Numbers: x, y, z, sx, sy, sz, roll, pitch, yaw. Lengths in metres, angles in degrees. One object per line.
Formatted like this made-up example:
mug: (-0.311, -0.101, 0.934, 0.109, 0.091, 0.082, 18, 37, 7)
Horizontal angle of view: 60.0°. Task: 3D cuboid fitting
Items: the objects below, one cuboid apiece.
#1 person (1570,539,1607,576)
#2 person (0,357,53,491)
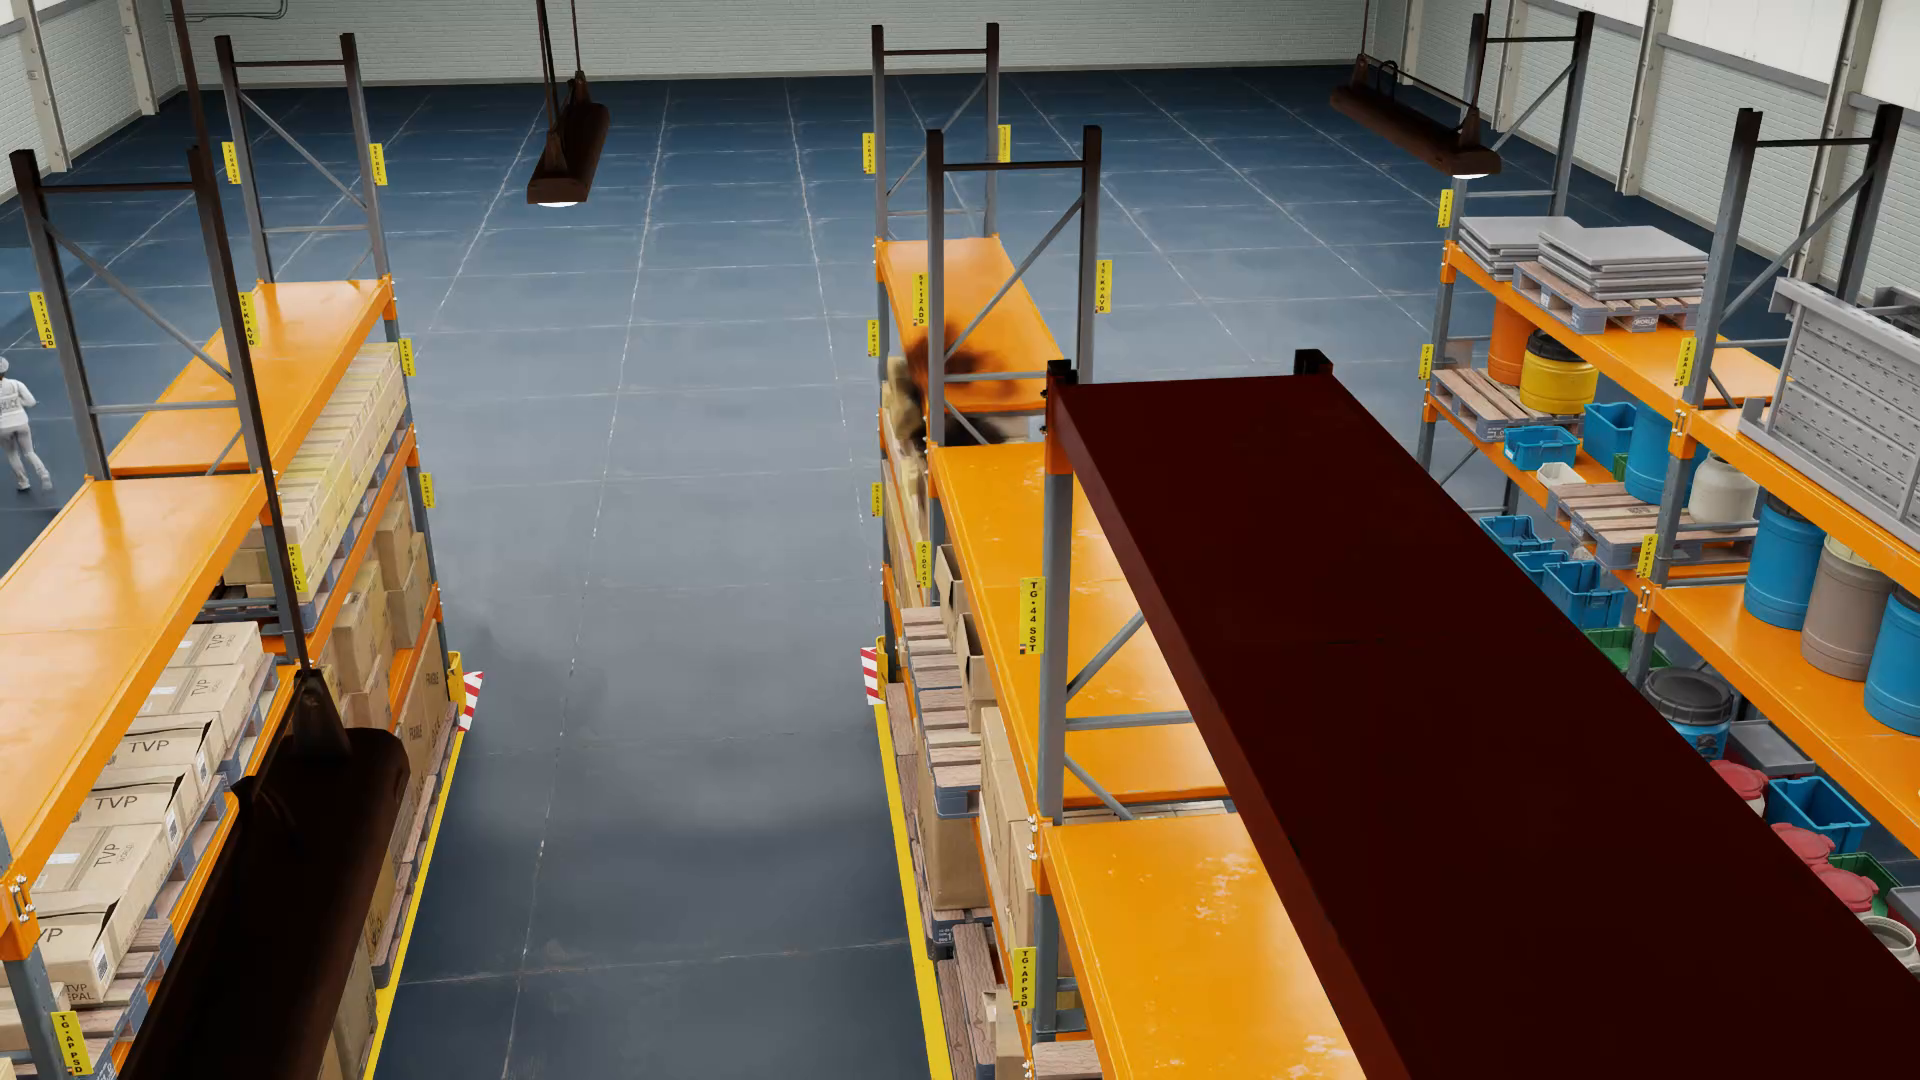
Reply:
person: (6.143, 0.239, 16.121, 0.654, 1.674, 0.525, -13, 28, -25)
person: (-10.980, -1.286, 19.275, 0.625, 1.702, 0.859, -20, 32, -36)
